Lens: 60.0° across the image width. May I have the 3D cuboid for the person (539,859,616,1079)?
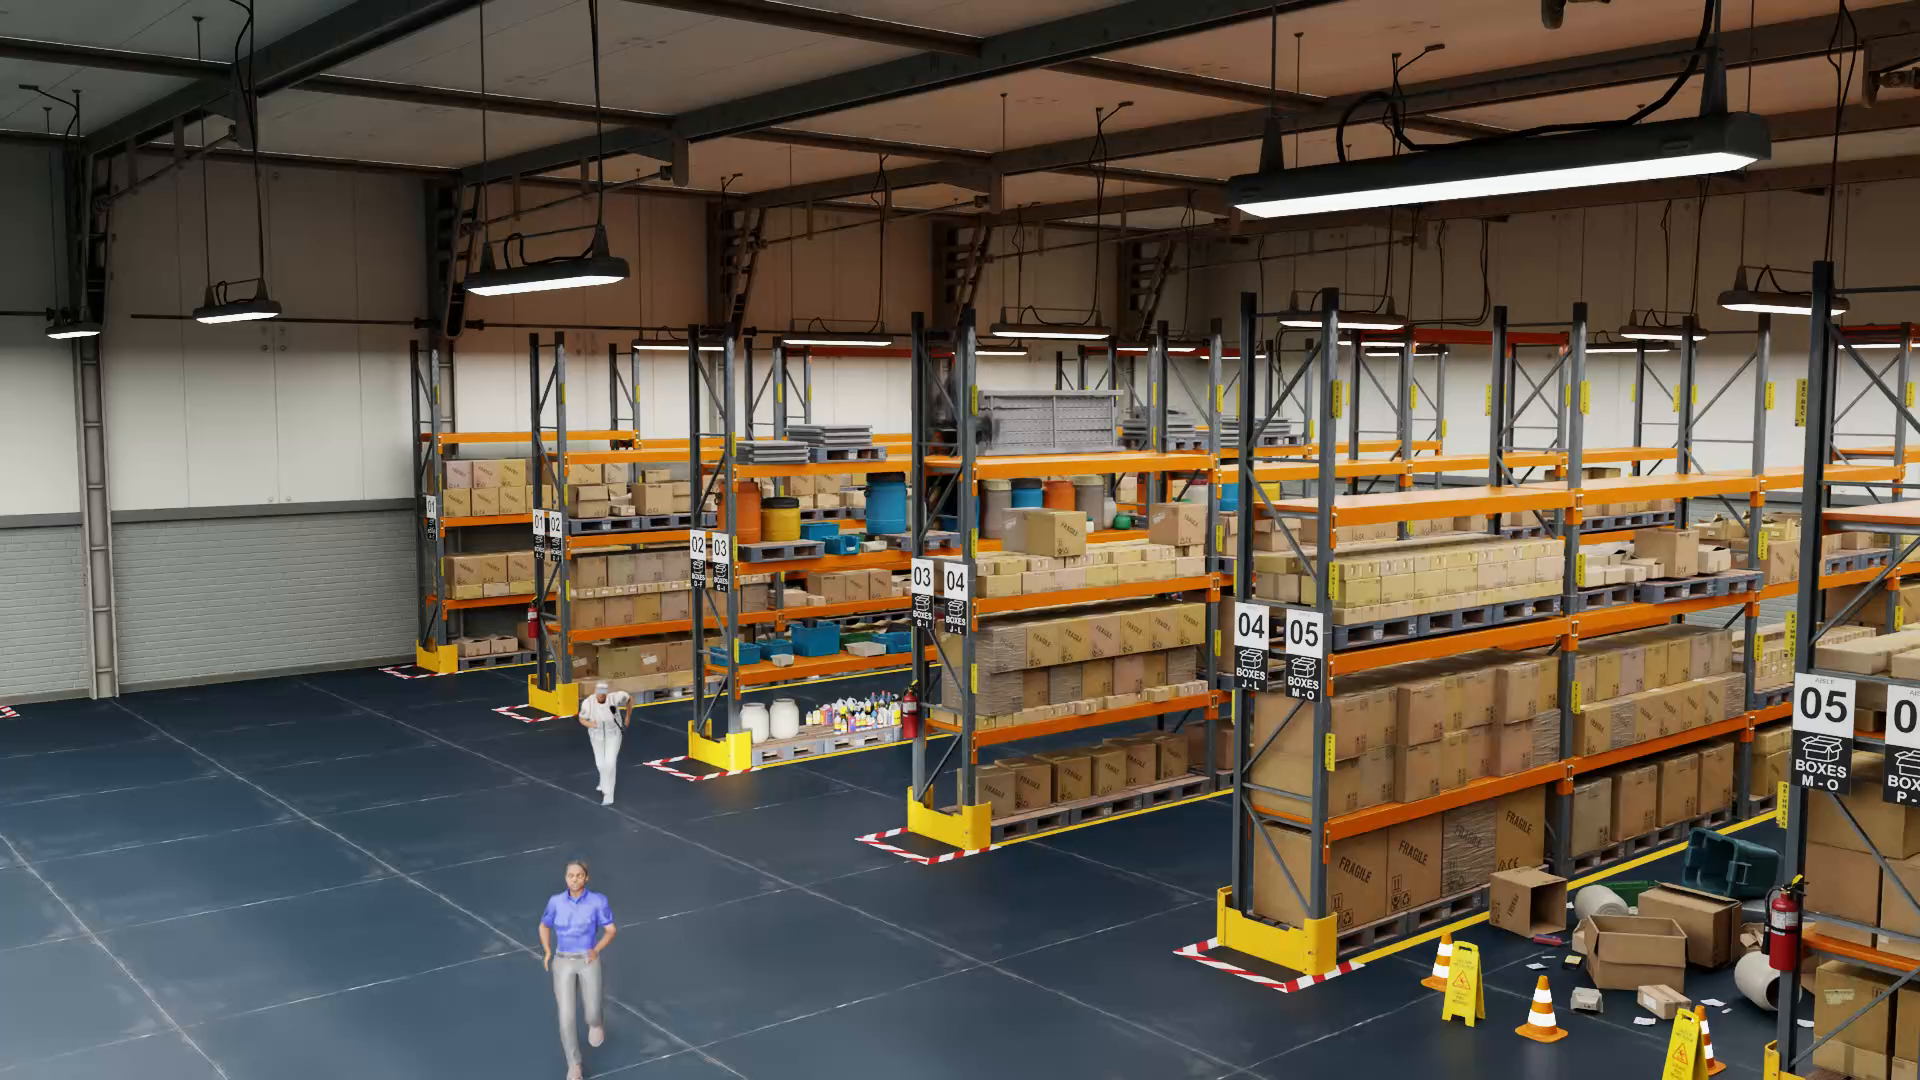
[{"bbox_3d":[-2.890,3.203,12.544,0.581,1.608,0.681,-1,5,-6],"label":"person"}]

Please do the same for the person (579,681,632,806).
[{"bbox_3d":[-4.409,2.497,20.757,0.642,1.617,0.996,-1,5,-7],"label":"person"}]
